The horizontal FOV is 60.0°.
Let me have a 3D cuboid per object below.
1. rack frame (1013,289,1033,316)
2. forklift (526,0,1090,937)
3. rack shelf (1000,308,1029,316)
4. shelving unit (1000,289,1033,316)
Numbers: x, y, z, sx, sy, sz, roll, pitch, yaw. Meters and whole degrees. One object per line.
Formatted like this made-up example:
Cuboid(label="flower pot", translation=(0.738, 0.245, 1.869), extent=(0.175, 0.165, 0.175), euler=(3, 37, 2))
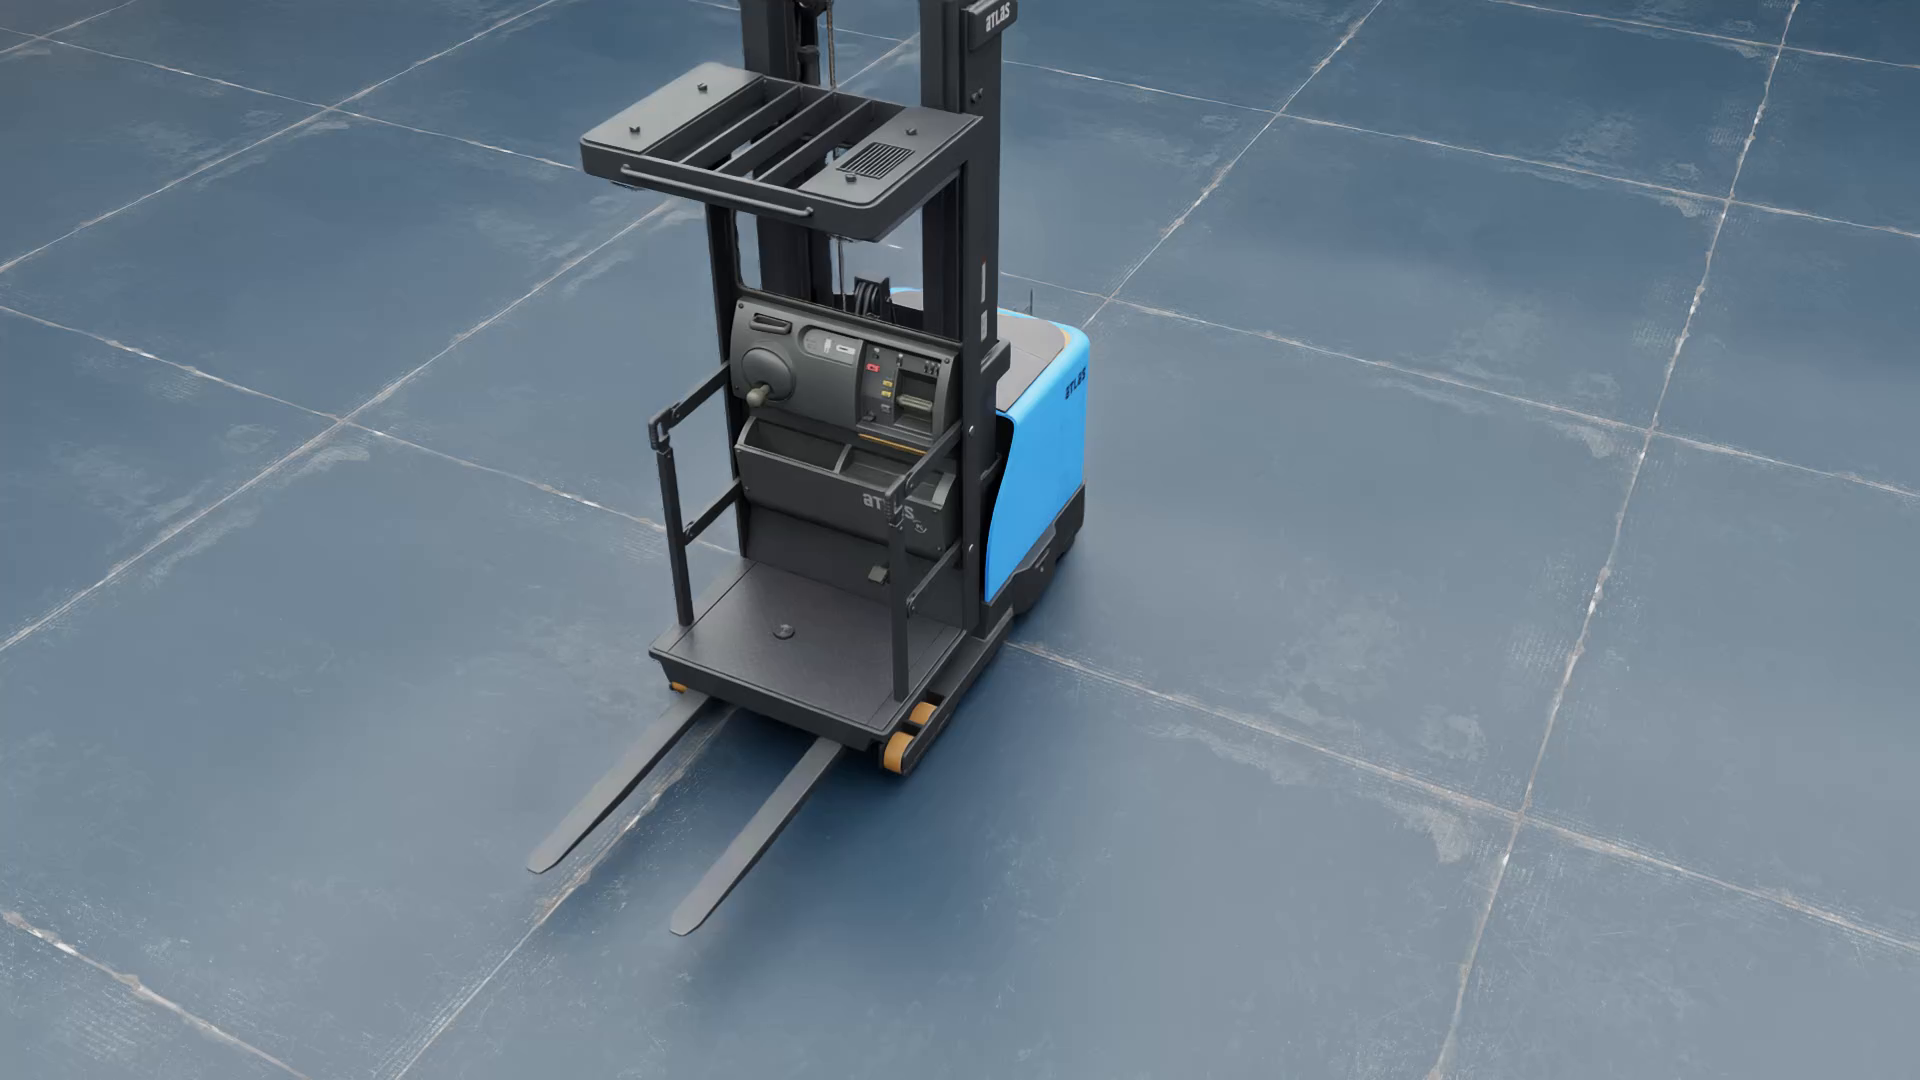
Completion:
Cuboid(label="rack frame", translation=(0.283, -0.663, 7.755), extent=(0.008, 1.050, 0.200), euler=(17, 40, 21))
Cuboid(label="forklift", translation=(-0.545, -0.557, 6.059), extent=(1.130, 2.935, 3.031), euler=(17, 40, 21))
Cuboid(label="rack shelf", translation=(0.174, -0.913, 7.633), extent=(0.240, 0.259, 0.215), euler=(17, 40, 21))
Cuboid(label="shelving unit", translation=(0.174, -0.696, 7.798), extent=(0.252, 1.050, 0.215), euler=(17, 40, 21))
